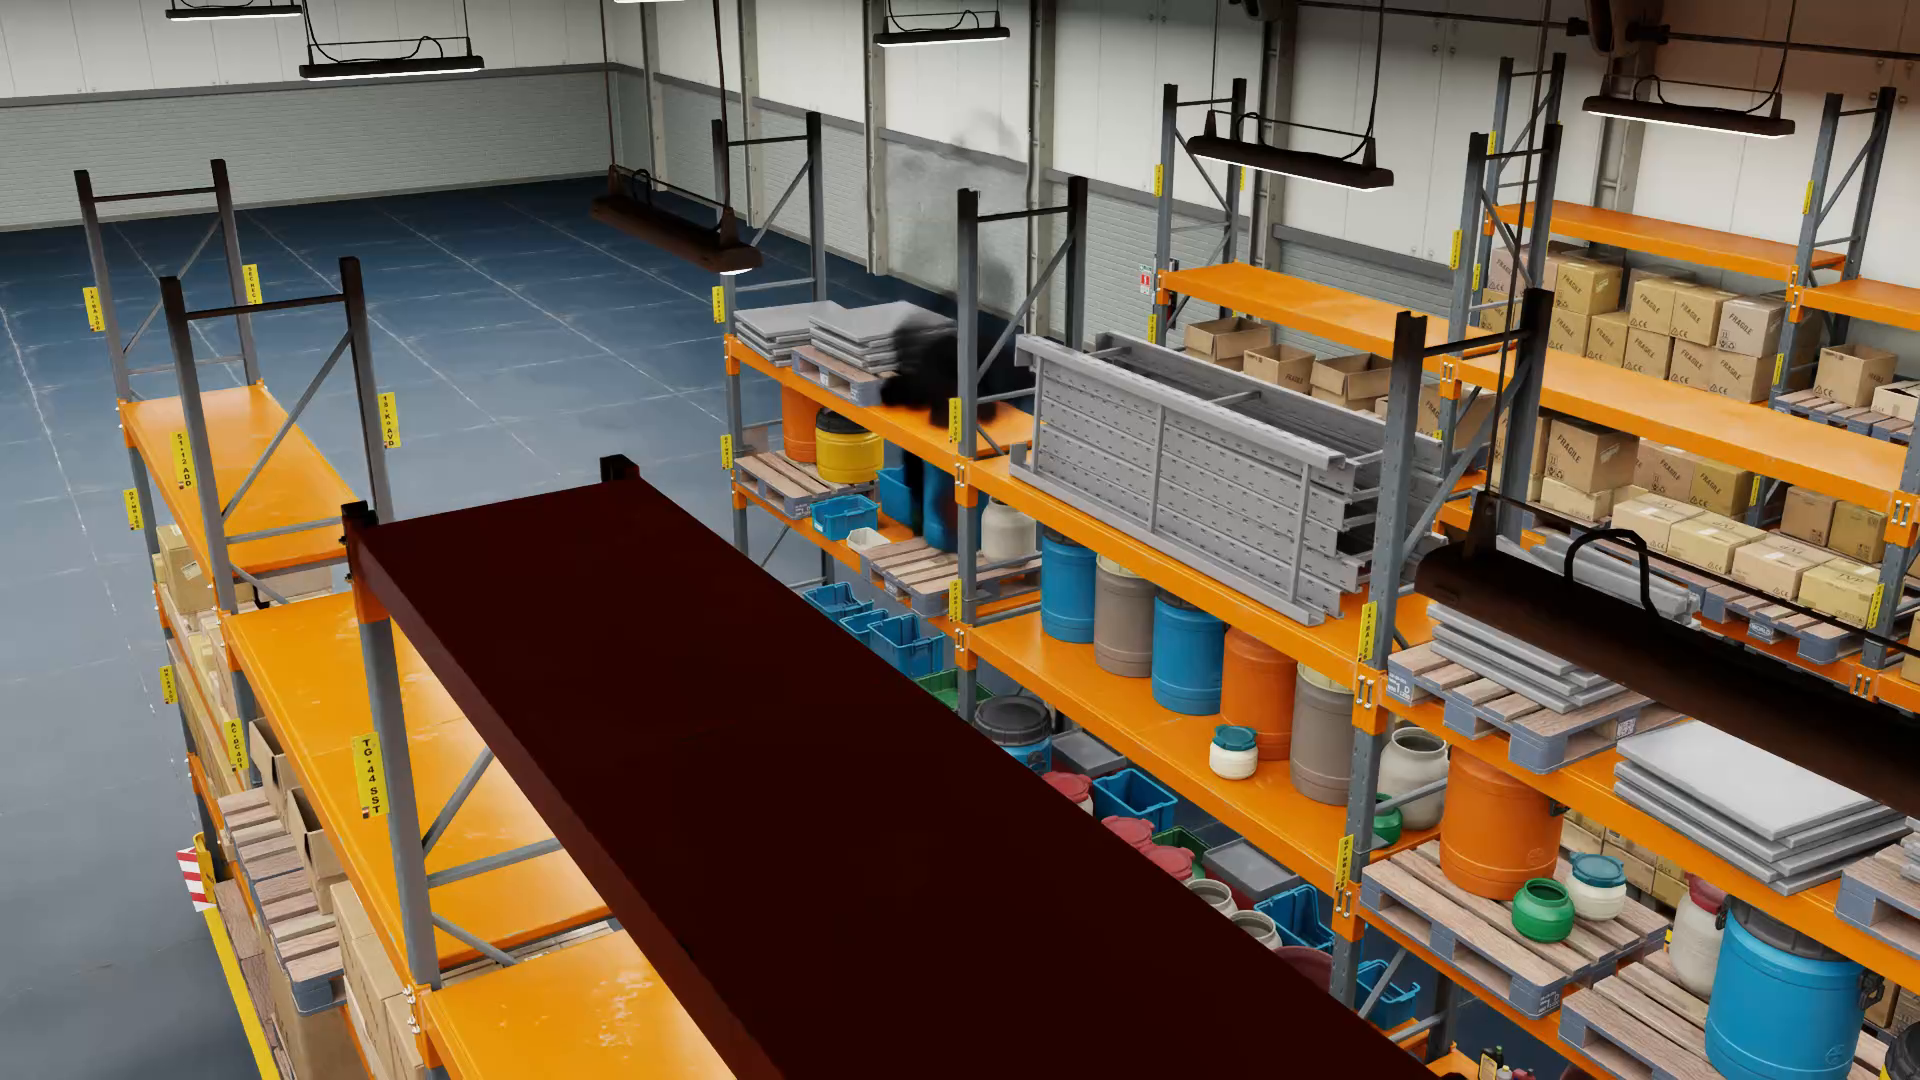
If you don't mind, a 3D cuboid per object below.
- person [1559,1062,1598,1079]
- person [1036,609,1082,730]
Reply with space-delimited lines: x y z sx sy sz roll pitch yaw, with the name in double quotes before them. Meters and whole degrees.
"person" 4.185 3.380 10.803 0.593 1.632 0.901 -11 24 -25
"person" 0.959 1.188 16.135 0.653 1.787 0.810 -19 29 -39
